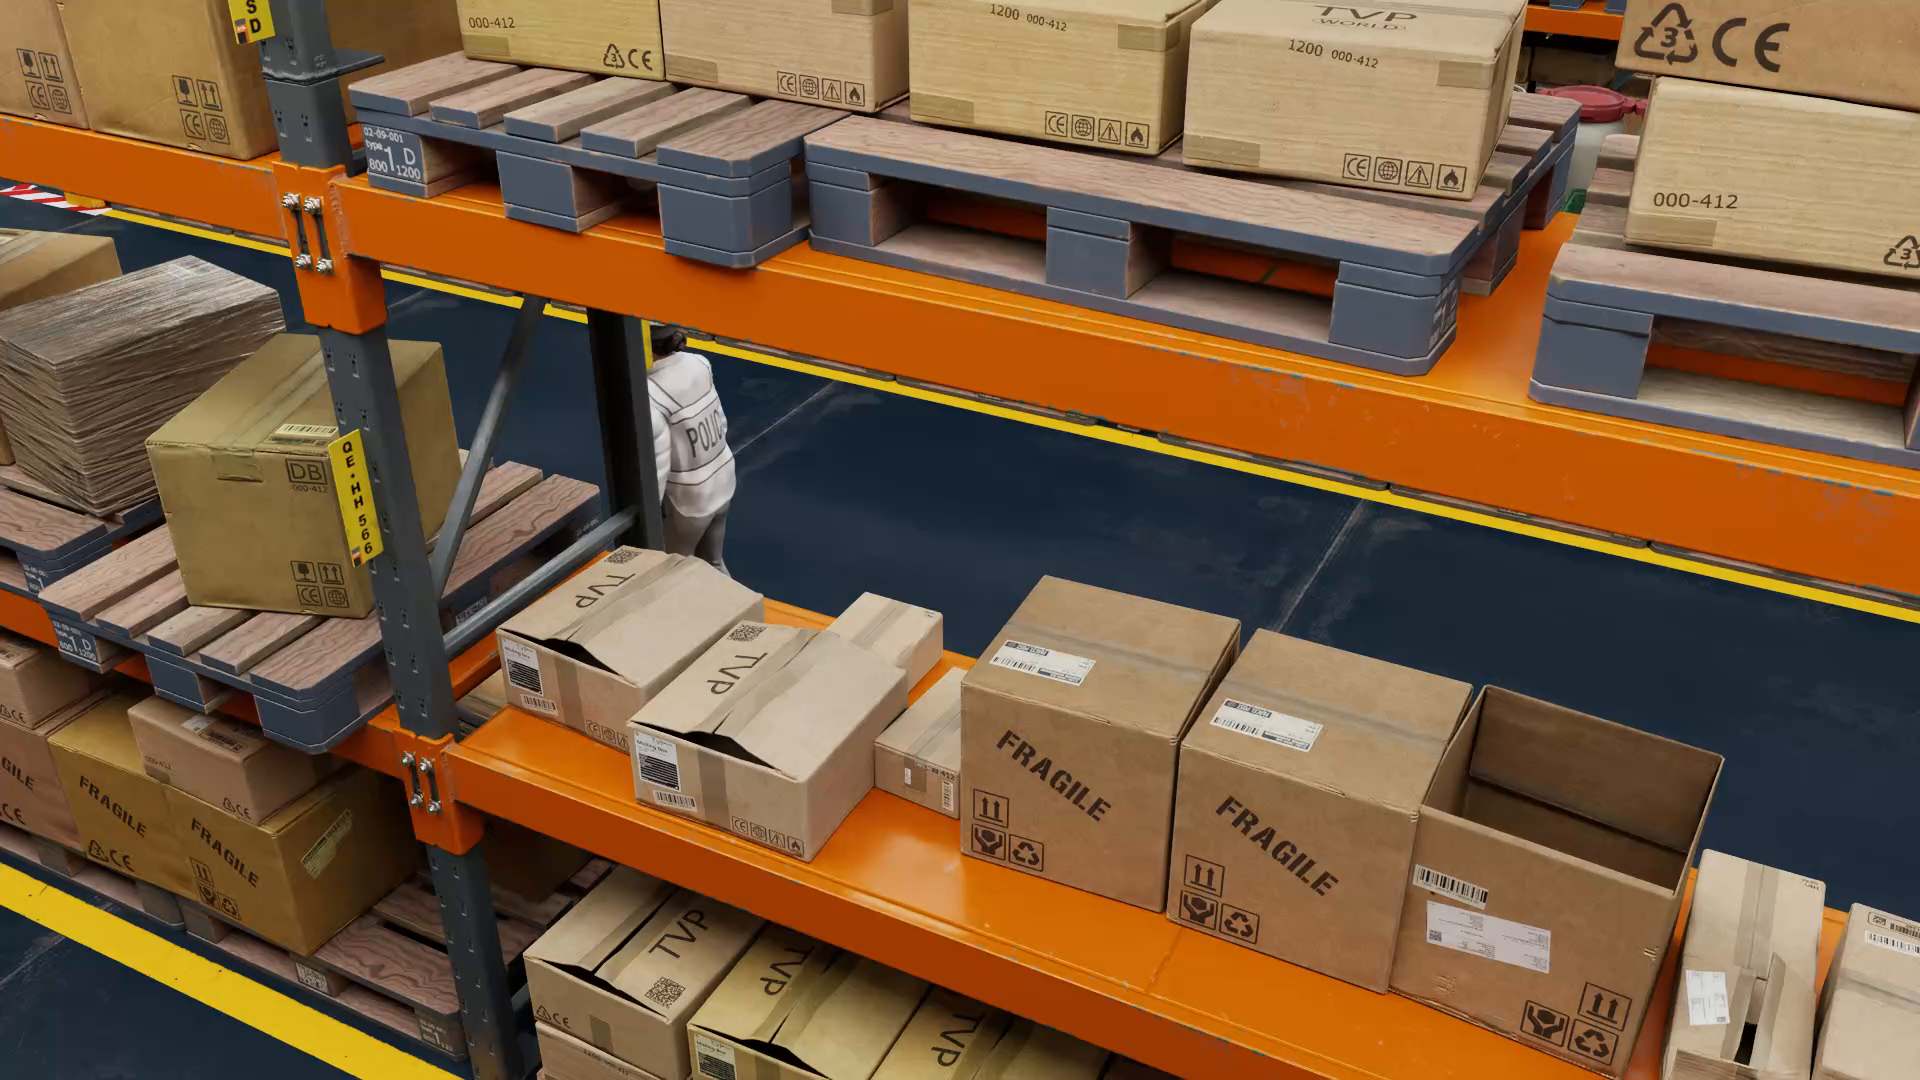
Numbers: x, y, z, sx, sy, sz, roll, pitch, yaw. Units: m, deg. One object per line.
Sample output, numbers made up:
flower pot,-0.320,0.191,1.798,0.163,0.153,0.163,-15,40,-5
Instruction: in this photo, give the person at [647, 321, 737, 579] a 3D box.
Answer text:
person,-1.076,-0.151,6.385,0.405,1.663,0.537,14,33,22
